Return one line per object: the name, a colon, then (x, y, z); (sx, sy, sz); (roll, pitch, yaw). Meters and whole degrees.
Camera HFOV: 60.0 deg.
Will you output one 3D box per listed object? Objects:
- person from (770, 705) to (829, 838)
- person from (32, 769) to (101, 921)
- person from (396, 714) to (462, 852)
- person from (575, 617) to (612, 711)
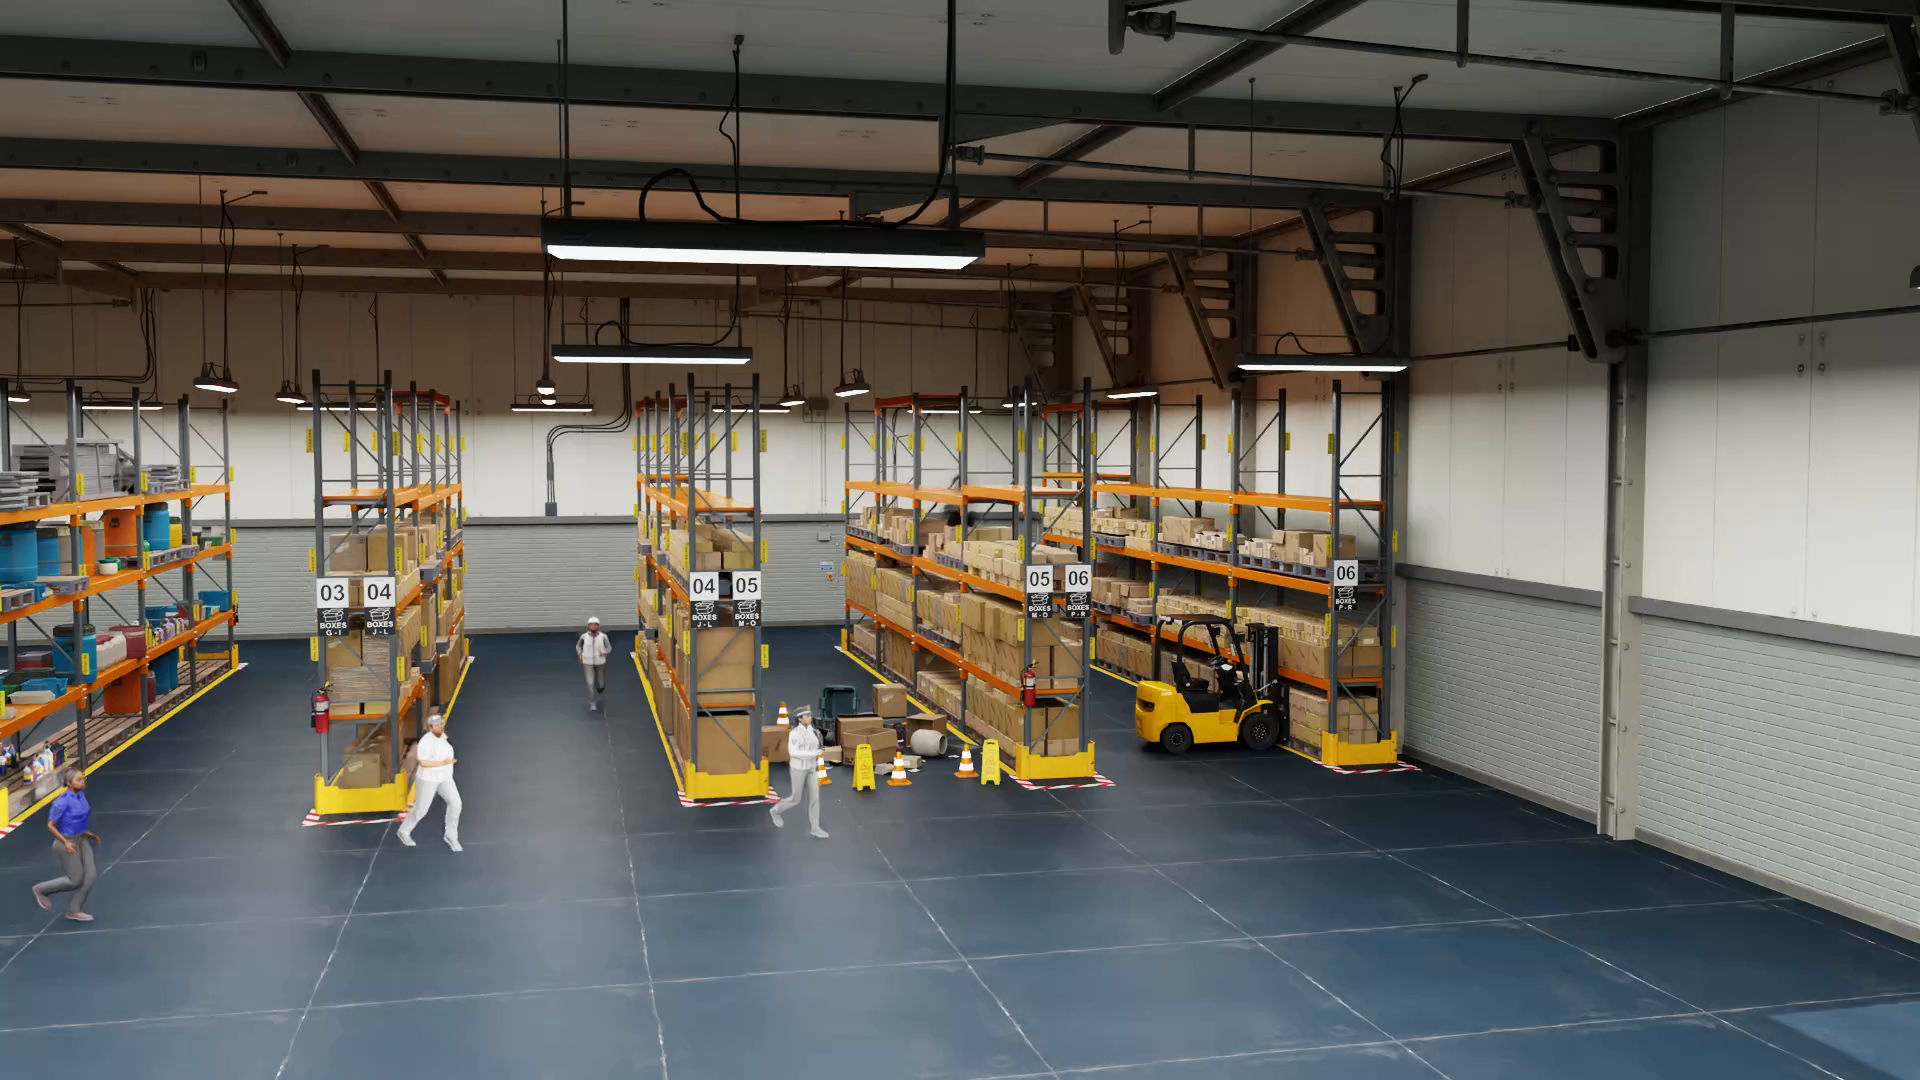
person: (-2.028, 2.919, 21.194); (0.886, 1.675, 0.612); (2, 4, 32)
person: (-9.397, 3.202, 17.466); (0.587, 1.612, 0.561); (0, 3, 6)
person: (-6.511, 2.995, 20.523); (0.874, 1.716, 0.611); (2, 4, 27)
person: (-6.914, 2.323, 31.388); (0.668, 1.739, 0.803); (-1, 3, -13)
